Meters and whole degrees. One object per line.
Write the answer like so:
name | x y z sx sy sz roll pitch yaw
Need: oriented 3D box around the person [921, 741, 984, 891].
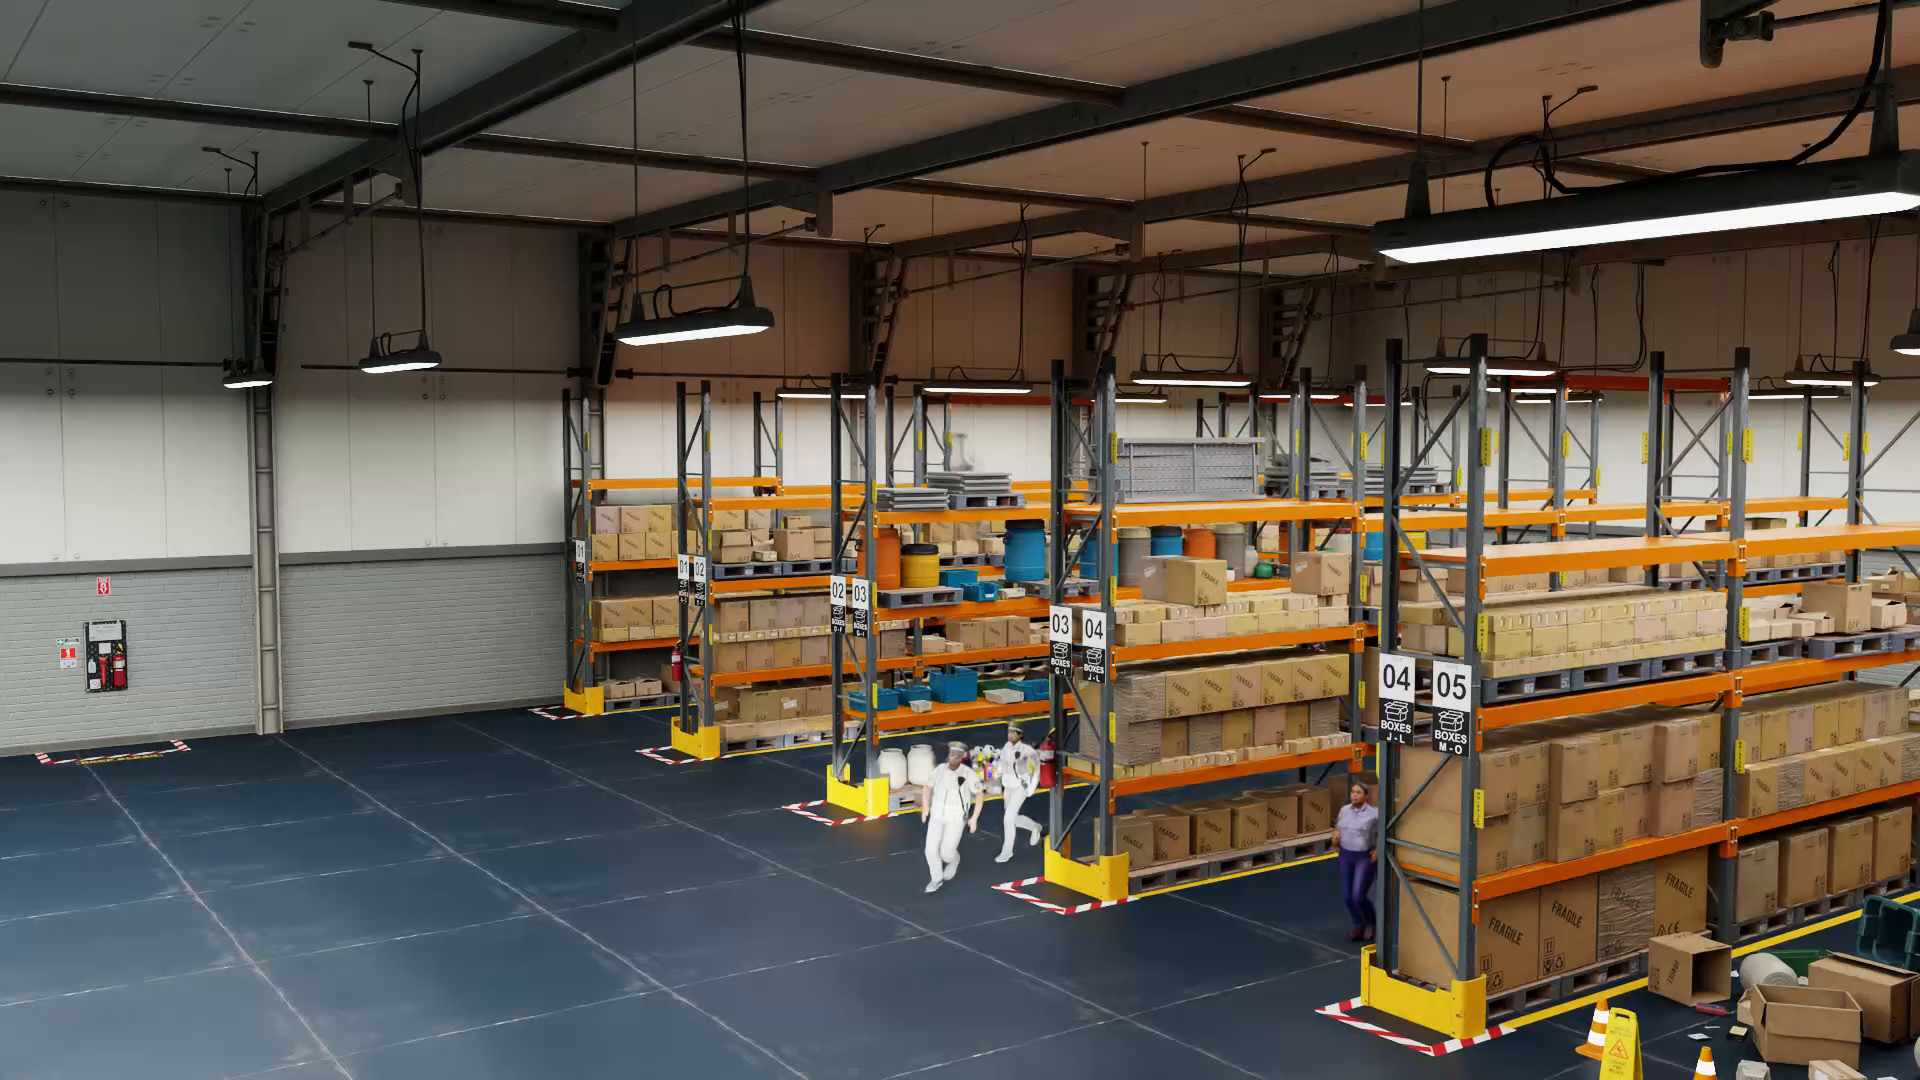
person | -0.116 3.110 18.735 0.709 1.704 0.553 1 4 22

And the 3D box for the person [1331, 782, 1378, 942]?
person | 4.021 3.270 16.864 0.591 1.618 0.576 3 5 42

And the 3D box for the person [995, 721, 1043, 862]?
person | 0.702 3.040 20.279 0.745 1.696 0.564 -3 5 -38
